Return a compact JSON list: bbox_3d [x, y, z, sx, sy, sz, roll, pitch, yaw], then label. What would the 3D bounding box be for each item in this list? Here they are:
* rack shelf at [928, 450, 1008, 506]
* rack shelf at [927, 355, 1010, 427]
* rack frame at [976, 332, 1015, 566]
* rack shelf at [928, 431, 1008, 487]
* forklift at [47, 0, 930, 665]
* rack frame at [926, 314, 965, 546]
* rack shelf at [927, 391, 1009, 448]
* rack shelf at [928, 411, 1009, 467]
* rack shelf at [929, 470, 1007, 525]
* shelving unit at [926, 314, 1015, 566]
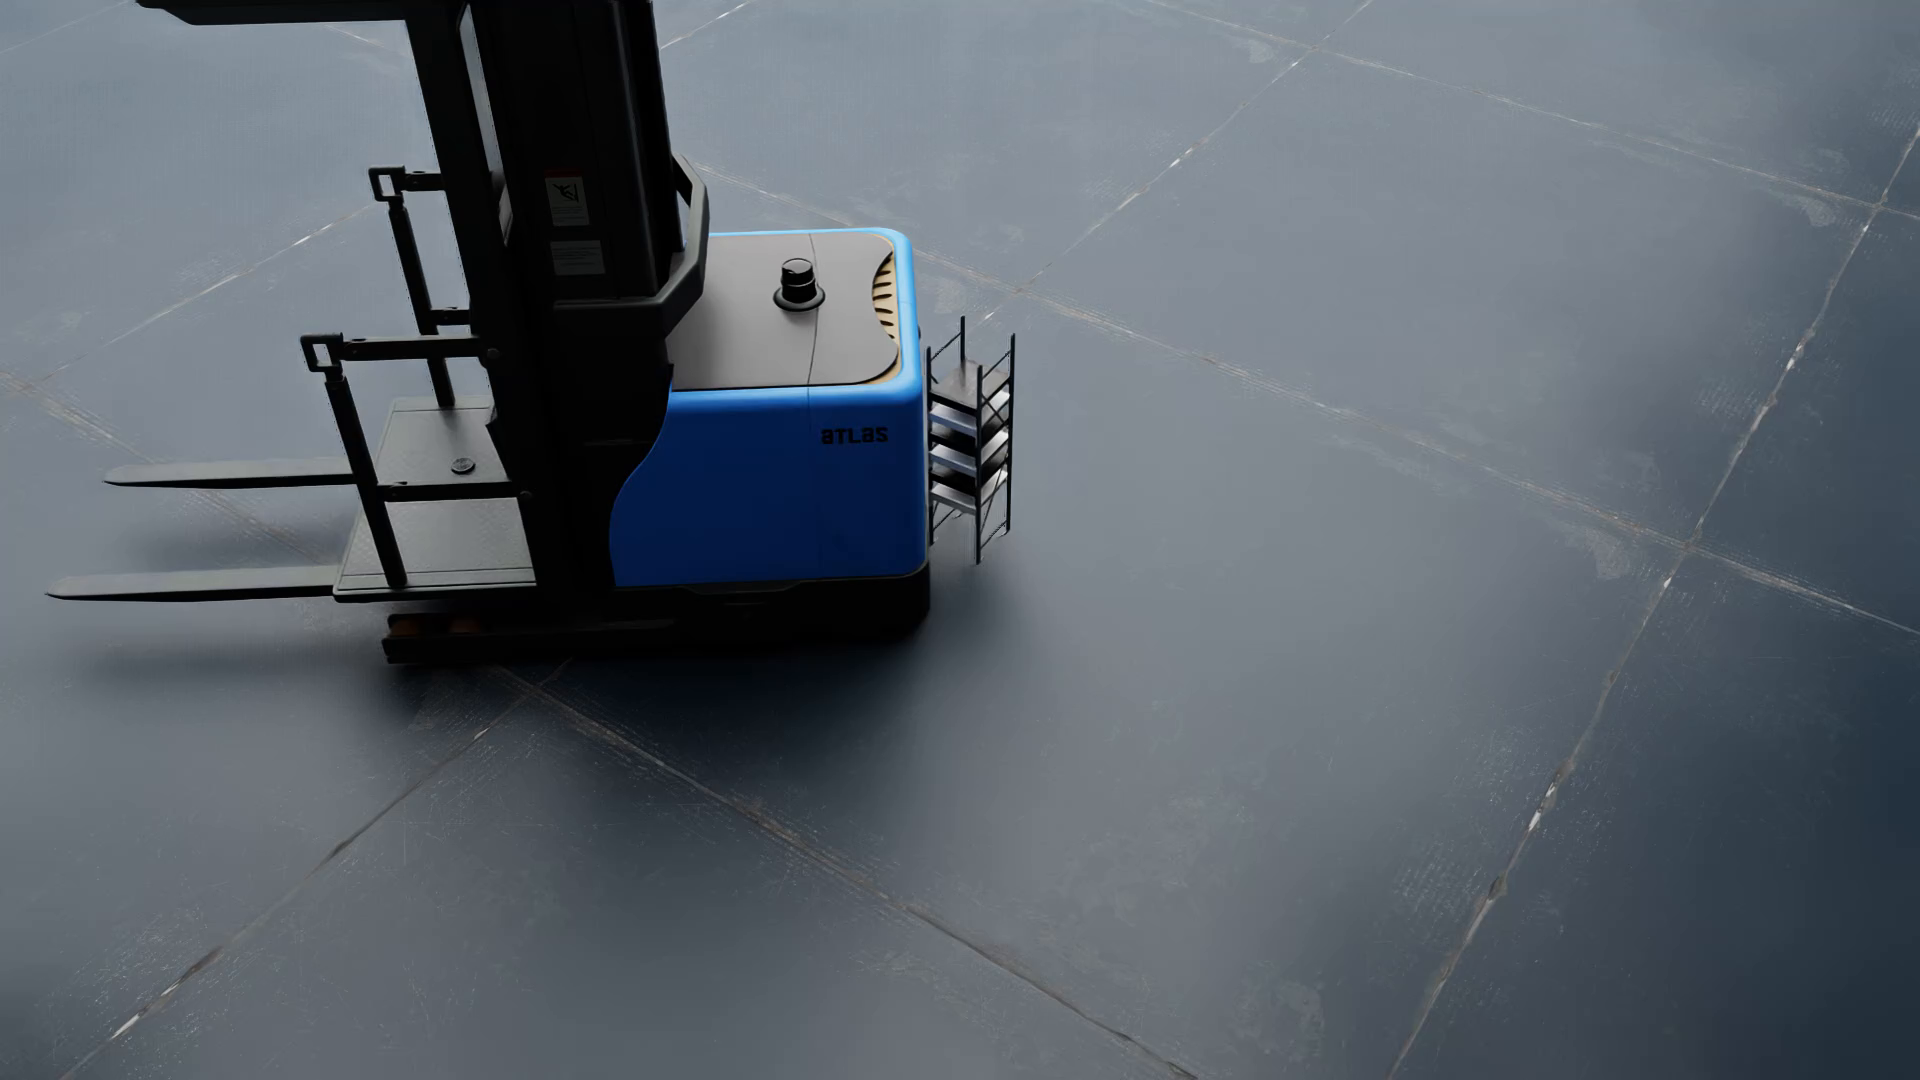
[{"bbox_3d":[0.038,-0.253,6.043,0.200,0.077,0.258,22,46,23],"label":"rack shelf"},{"bbox_3d":[0.038,-0.521,5.803,0.200,0.077,0.258,22,46,23],"label":"rack shelf"},{"bbox_3d":[0.124,-0.309,5.921,0.006,0.900,0.240,22,46,23],"label":"rack frame"},{"bbox_3d":[0.038,-0.320,5.983,0.200,0.077,0.258,22,46,23],"label":"rack shelf"},{"bbox_3d":[-1.644,-1.023,5.196,3.031,2.935,1.130,-2,42,-3],"label":"forklift"},{"bbox_3d":[-0.049,-0.381,6.000,0.006,0.900,0.240,22,46,23],"label":"rack frame"},{"bbox_3d":[0.038,-0.454,5.863,0.200,0.077,0.258,22,46,23],"label":"rack shelf"},{"bbox_3d":[0.038,-0.387,5.923,0.200,0.077,0.258,22,46,23],"label":"rack shelf"},{"bbox_3d":[0.038,-0.186,6.103,0.200,0.077,0.258,22,46,23],"label":"rack shelf"},{"bbox_3d":[0.038,-0.345,5.961,0.210,0.900,0.258,22,46,23],"label":"shelving unit"}]
